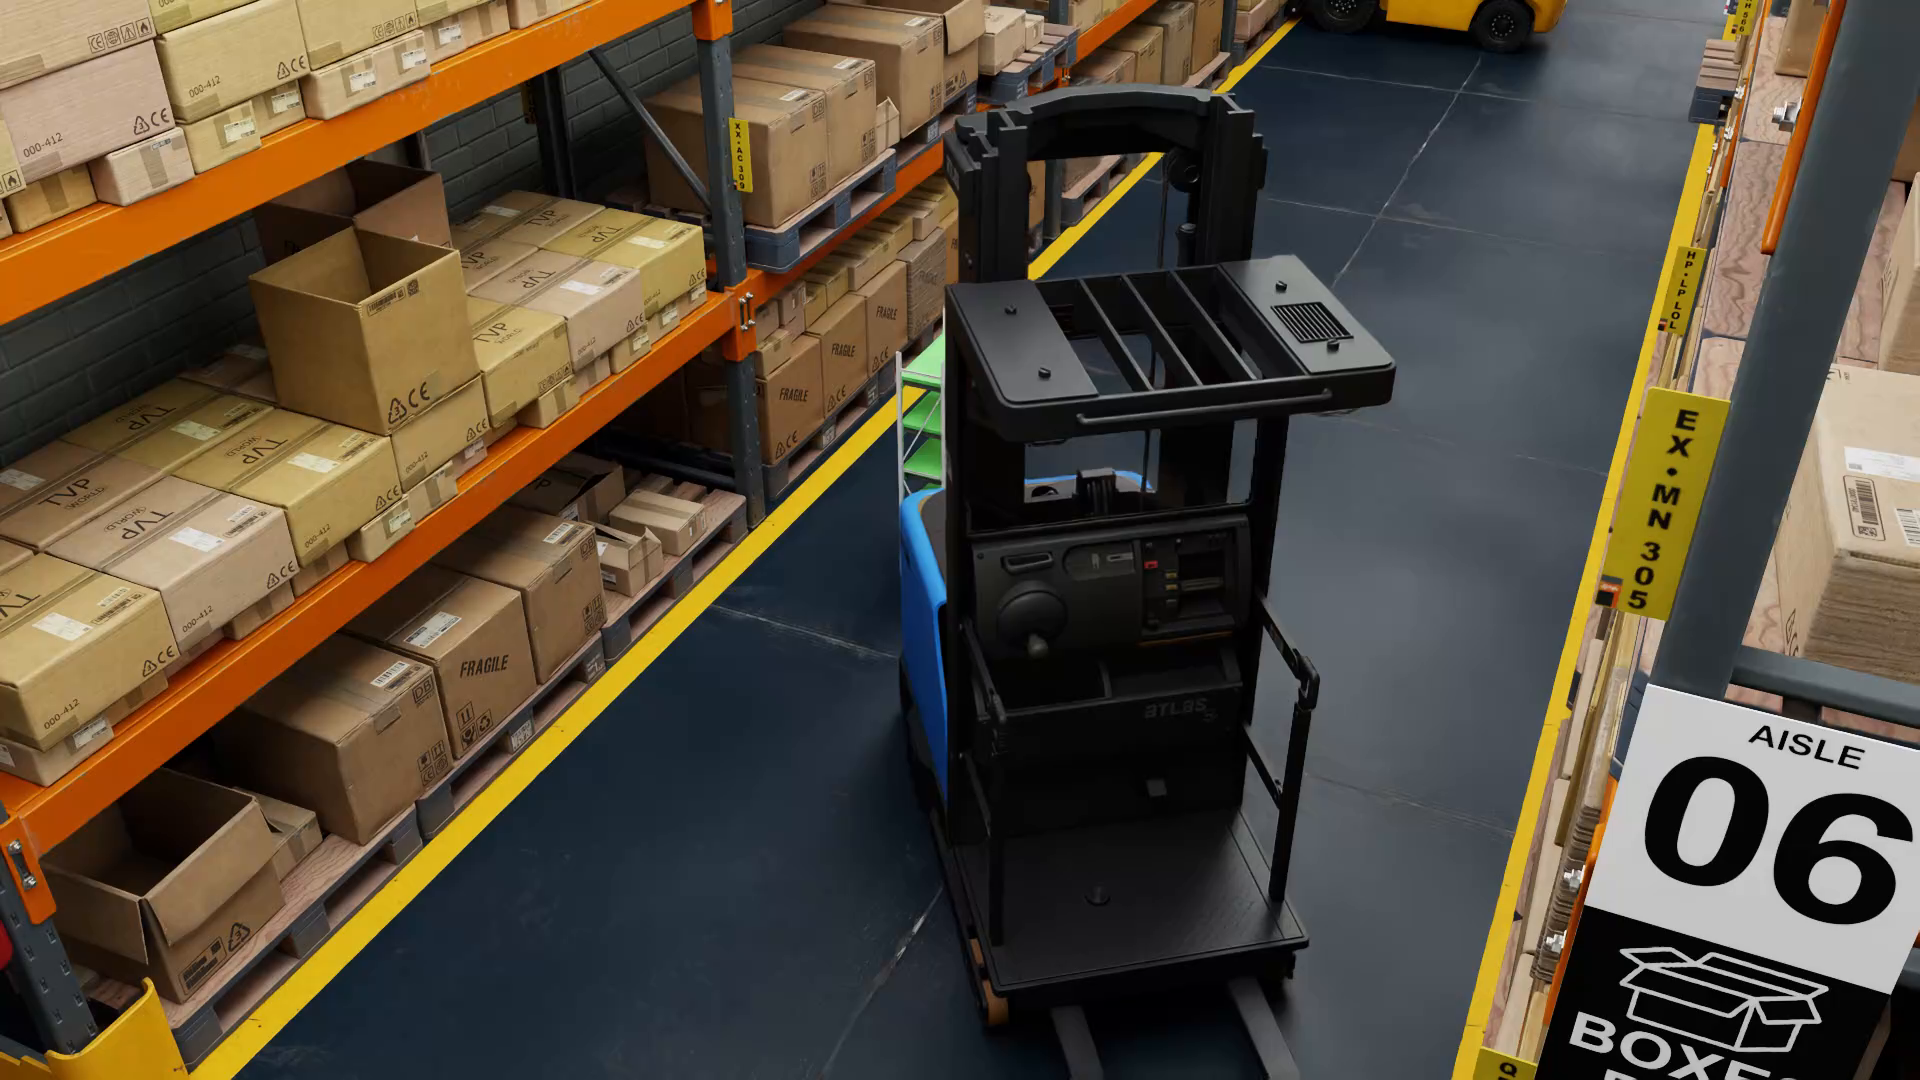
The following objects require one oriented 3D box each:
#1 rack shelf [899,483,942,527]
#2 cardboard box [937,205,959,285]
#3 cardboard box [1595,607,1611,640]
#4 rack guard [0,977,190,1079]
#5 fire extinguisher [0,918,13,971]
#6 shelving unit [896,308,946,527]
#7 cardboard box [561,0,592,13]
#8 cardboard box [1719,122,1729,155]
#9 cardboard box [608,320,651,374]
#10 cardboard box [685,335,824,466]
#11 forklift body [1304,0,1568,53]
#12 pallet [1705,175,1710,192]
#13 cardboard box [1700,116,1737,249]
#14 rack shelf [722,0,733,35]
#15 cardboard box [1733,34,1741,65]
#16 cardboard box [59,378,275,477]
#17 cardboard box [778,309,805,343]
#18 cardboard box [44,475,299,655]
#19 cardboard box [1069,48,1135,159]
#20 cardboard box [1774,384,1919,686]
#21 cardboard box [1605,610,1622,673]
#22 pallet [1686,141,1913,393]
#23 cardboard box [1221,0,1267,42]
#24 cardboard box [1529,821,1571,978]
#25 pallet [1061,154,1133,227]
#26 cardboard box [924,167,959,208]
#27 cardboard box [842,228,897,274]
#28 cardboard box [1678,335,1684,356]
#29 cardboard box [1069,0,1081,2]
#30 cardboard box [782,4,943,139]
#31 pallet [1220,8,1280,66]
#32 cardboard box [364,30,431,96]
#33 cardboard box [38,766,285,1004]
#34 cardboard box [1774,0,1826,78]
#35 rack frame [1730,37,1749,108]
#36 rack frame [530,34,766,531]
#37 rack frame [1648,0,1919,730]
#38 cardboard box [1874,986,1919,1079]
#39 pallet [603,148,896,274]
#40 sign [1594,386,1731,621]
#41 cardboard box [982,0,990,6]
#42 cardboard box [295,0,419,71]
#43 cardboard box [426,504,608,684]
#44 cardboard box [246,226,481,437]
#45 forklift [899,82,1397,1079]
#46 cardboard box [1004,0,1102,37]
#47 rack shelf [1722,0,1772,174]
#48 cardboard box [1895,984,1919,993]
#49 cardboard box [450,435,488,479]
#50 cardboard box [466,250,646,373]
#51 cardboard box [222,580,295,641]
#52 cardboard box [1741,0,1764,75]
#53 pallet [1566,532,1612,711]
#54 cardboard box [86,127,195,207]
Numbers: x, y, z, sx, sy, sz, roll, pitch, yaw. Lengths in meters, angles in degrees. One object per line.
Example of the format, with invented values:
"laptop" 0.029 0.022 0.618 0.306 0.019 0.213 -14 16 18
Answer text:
"rack shelf" -0.069 -0.165 7.962 0.258 0.148 0.480 14 36 20
"cardboard box" -0.204 -1.801 10.157 0.500 0.500 0.500 16 36 23
"cardboard box" 3.236 0.076 6.953 0.875 0.875 0.875 15 36 22
"rack guard" -3.103 1.553 5.425 1.175 0.500 0.348 14 36 20
"fire extinguisher" -2.776 0.914 4.532 0.296 0.674 0.183 14 36 20
"shelving unit" -0.069 -0.419 7.795 0.258 1.200 0.503 14 36 20
"cardboard box" -1.569 -2.096 6.204 0.380 0.149 0.250 15 36 22
"cardboard box" 3.849 -1.750 7.864 0.500 0.250 0.500 14 36 20
"cardboard box" -1.541 -0.855 7.047 0.380 0.149 0.250 15 36 22
"cardboard box" -1.054 -0.766 8.579 0.500 0.500 0.500 16 36 23
"forklift body" 4.423 -5.705 14.989 2.313 2.155 1.214 14 36 20
"pallet" 5.563 -2.130 11.305 1.003 0.211 1.213 14 36 20
"cardboard box" 3.218 -1.309 6.507 0.500 0.500 0.500 15 36 21
"rack shelf" -0.624 -3.396 8.614 1.077 0.370 4.000 14 36 20
"cardboard box" 4.757 -2.875 9.745 0.380 0.149 0.250 14 36 20
"cardboard box" -2.755 -0.308 5.849 0.500 0.250 0.500 15 36 22
"cardboard box" -1.023 -1.121 8.529 0.380 0.149 0.250 13 35 19
"cardboard box" -2.489 0.069 5.275 0.500 0.250 0.500 15 36 21
"cardboard box" 0.752 -3.256 12.262 0.875 0.625 0.625 15 36 22
"cardboard box" 1.482 0.029 2.397 0.500 0.250 0.500 11 35 16
"cardboard box" 1.975 0.166 4.259 0.500 0.500 0.500 14 36 20
"pallet" 2.186 -0.516 3.647 1.003 0.211 1.213 14 36 20
"cardboard box" 2.389 -4.621 14.687 0.500 0.250 0.500 15 36 21
"cardboard box" 1.767 0.835 4.150 0.500 0.500 0.500 15 36 22
"pallet" 0.593 -2.673 12.134 1.003 0.211 1.213 14 36 20
"cardboard box" -0.152 -2.151 10.100 0.380 0.149 0.250 15 36 22
"cardboard box" -0.580 -1.630 9.305 0.380 0.149 0.250 15 36 22
"cardboard box" 3.013 -0.731 6.310 0.500 0.250 0.500 14 36 20
"cardboard box" 0.643 -3.744 10.905 0.500 0.250 0.500 14 36 20
"cardboard box" -0.510 -2.502 8.856 0.700 0.500 0.500 14 36 20
"pallet" 2.257 -4.651 15.150 1.003 0.211 1.213 14 36 20
"cardboard box" -1.960 -1.575 5.410 0.380 0.149 0.250 15 36 21
"cardboard box" -2.792 1.131 5.683 0.797 0.503 0.637 13 35 19
"cardboard box" 2.612 -1.578 4.620 0.500 0.500 0.500 15 36 21
"rack frame" 4.723 -2.301 9.024 1.000 3.000 0.127 14 36 20
"rack frame" -1.461 -1.446 7.720 1.000 3.000 0.127 14 36 20
"rack frame" 1.376 -0.826 1.303 1.000 3.000 0.127 14 36 20
"cardboard box" 1.835 1.049 2.911 0.500 0.500 0.500 13 36 19
"pallet" -1.027 -1.739 8.341 1.003 0.211 1.213 14 36 20
"sign" 0.889 -0.040 2.105 0.100 0.325 0.005 14 36 20
"cardboard box" -0.145 -3.435 10.279 0.500 0.500 0.500 16 36 23
"cardboard box" -2.086 -1.701 5.239 0.500 0.250 0.500 14 36 20
"cardboard box" -1.965 0.199 7.108 0.700 0.500 0.500 13 35 19
"cardboard box" -2.073 -0.741 5.826 0.500 0.500 0.500 15 36 22
"forklift" 0.548 0.216 5.247 1.130 2.935 3.031 -7 34 -10
"cardboard box" 0.620 -3.541 11.051 0.500 0.250 0.500 14 36 21
"rack shelf" 3.886 -2.259 6.880 1.077 0.370 4.000 14 36 20
"cardboard box" 1.821 0.691 2.865 0.380 0.149 0.250 15 36 22
"cardboard box" -2.027 -0.360 6.293 0.380 0.149 0.250 14 36 20
"cardboard box" -1.648 -0.945 6.822 0.500 0.250 0.500 14 36 21
"cardboard box" -2.443 0.162 5.496 0.380 0.149 0.250 15 36 22
"cardboard box" 4.294 -2.572 8.434 0.500 0.500 0.500 13 35 19
"pallet" 3.303 0.455 7.363 1.003 0.211 1.213 14 36 20
"cardboard box" -2.383 -1.070 4.639 0.380 0.149 0.250 15 36 22
